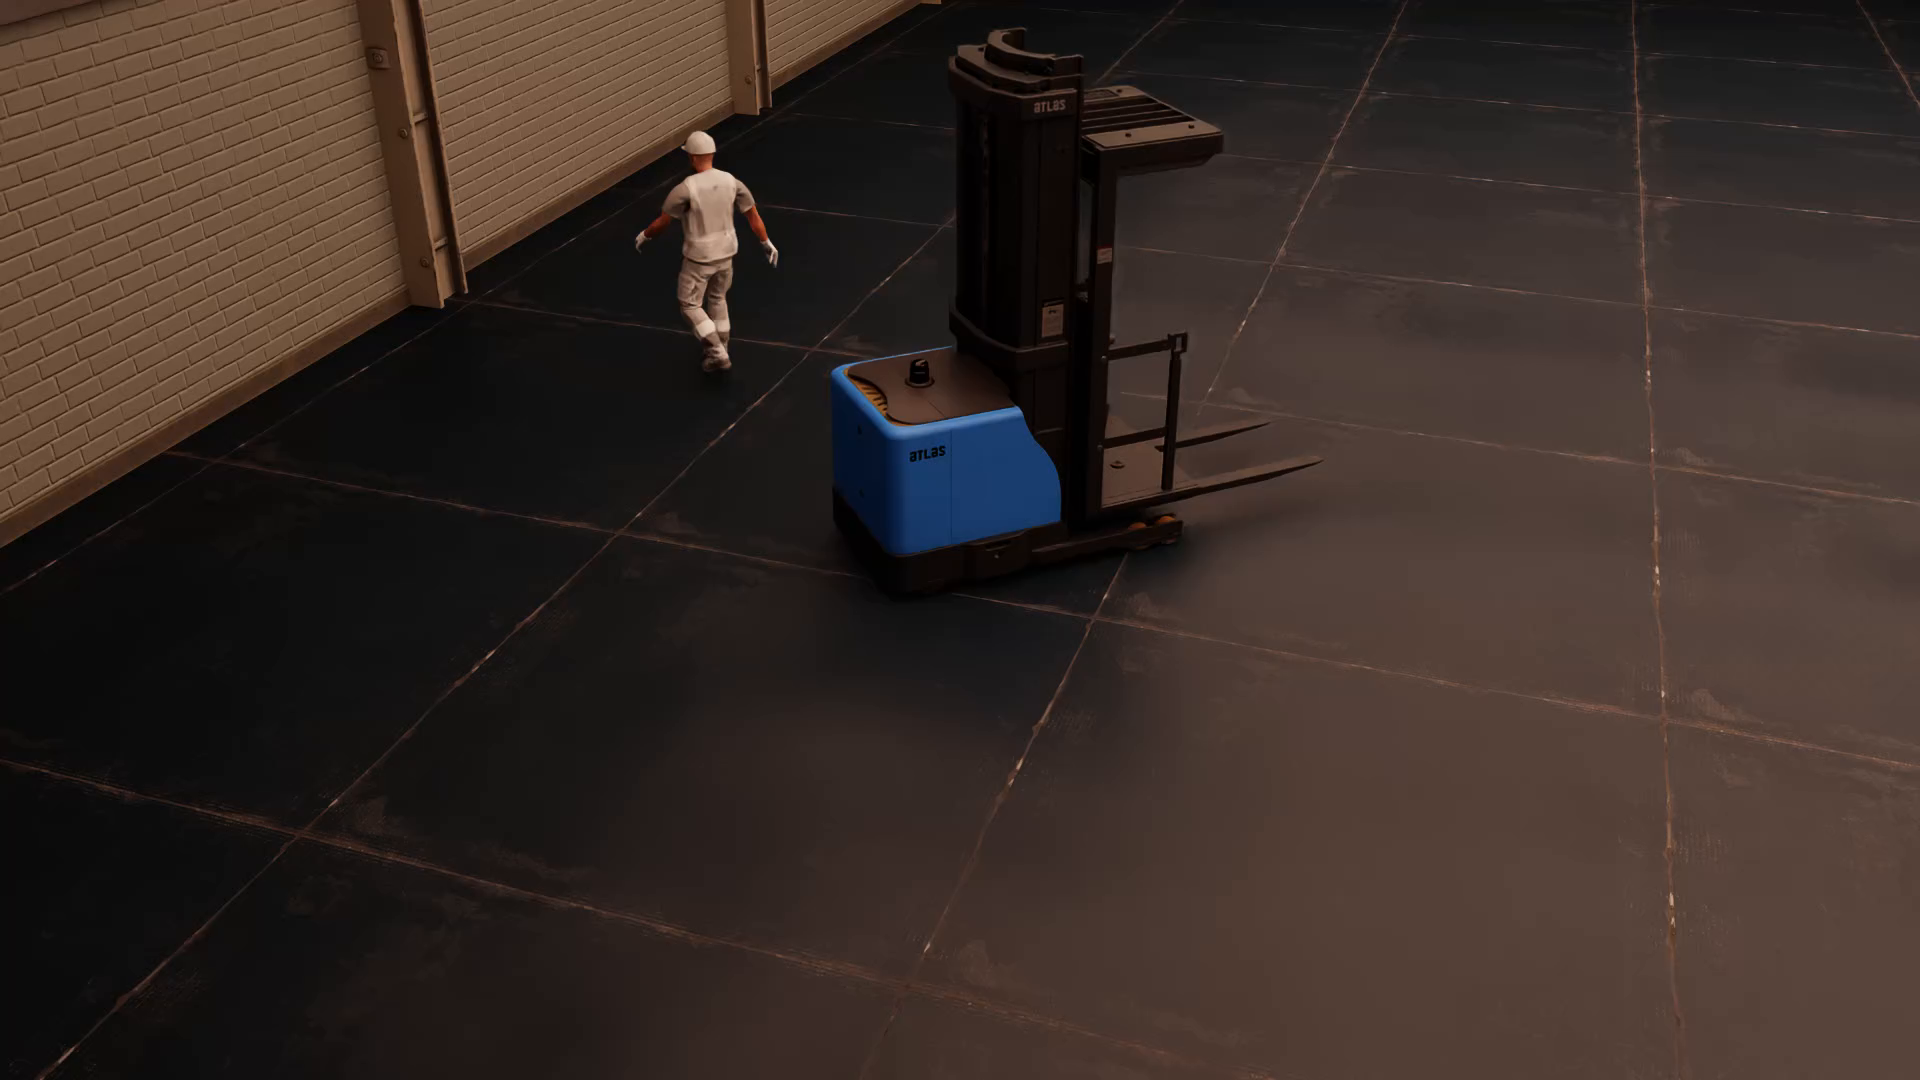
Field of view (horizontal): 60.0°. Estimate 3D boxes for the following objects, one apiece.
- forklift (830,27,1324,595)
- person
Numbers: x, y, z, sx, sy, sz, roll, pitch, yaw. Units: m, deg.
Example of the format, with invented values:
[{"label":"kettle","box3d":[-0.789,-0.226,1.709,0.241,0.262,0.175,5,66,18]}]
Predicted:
[{"label":"forklift","box3d":[0.790,-1.436,9.655,3.031,2.935,1.130,-12,32,-21]},{"label":"person","box3d":[-1.790,-2.042,11.899,0.889,1.764,0.690,-22,36,-33]}]
